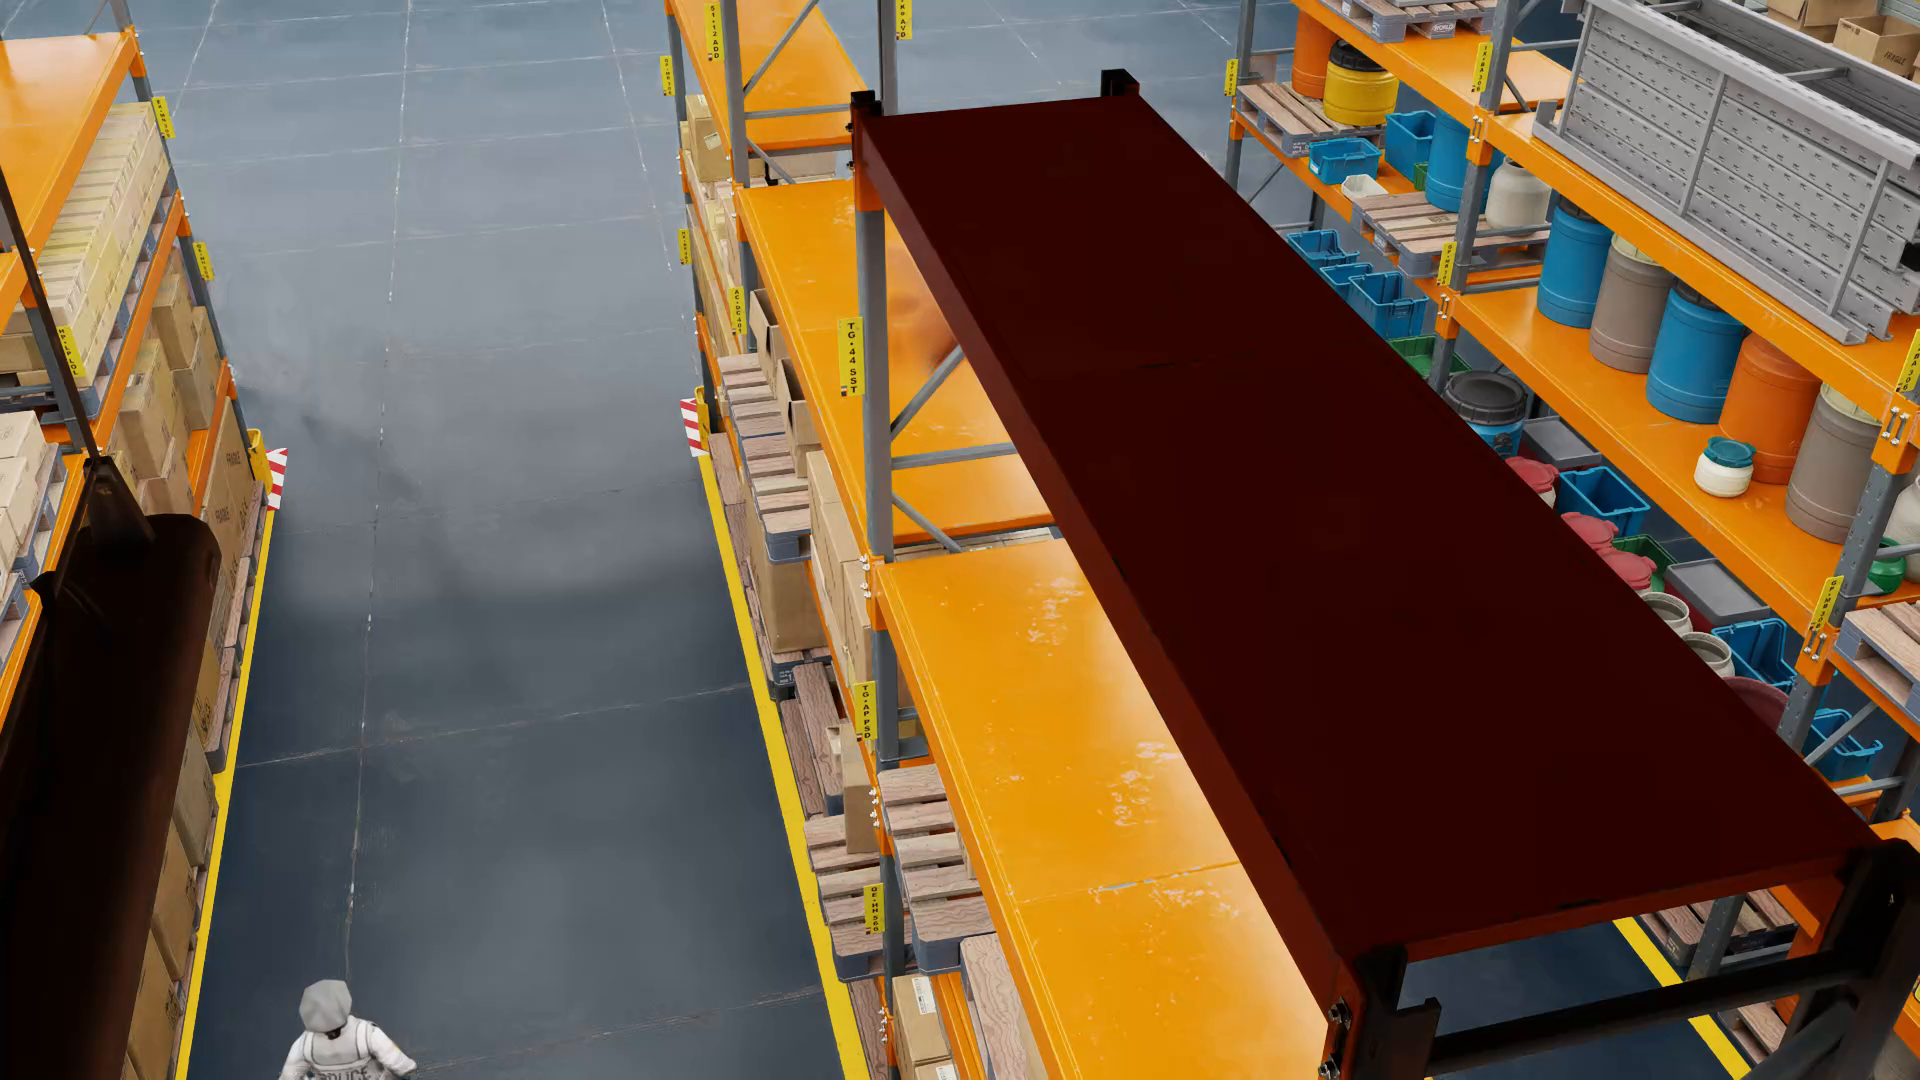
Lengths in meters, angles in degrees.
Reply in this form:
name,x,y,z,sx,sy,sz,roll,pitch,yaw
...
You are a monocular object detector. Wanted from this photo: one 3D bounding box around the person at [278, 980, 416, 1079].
name,x,y,z,sx,sy,sz,roll,pitch,yaw
person,-3.069,2.861,8.451,0.667,1.643,0.565,-7,35,-9
